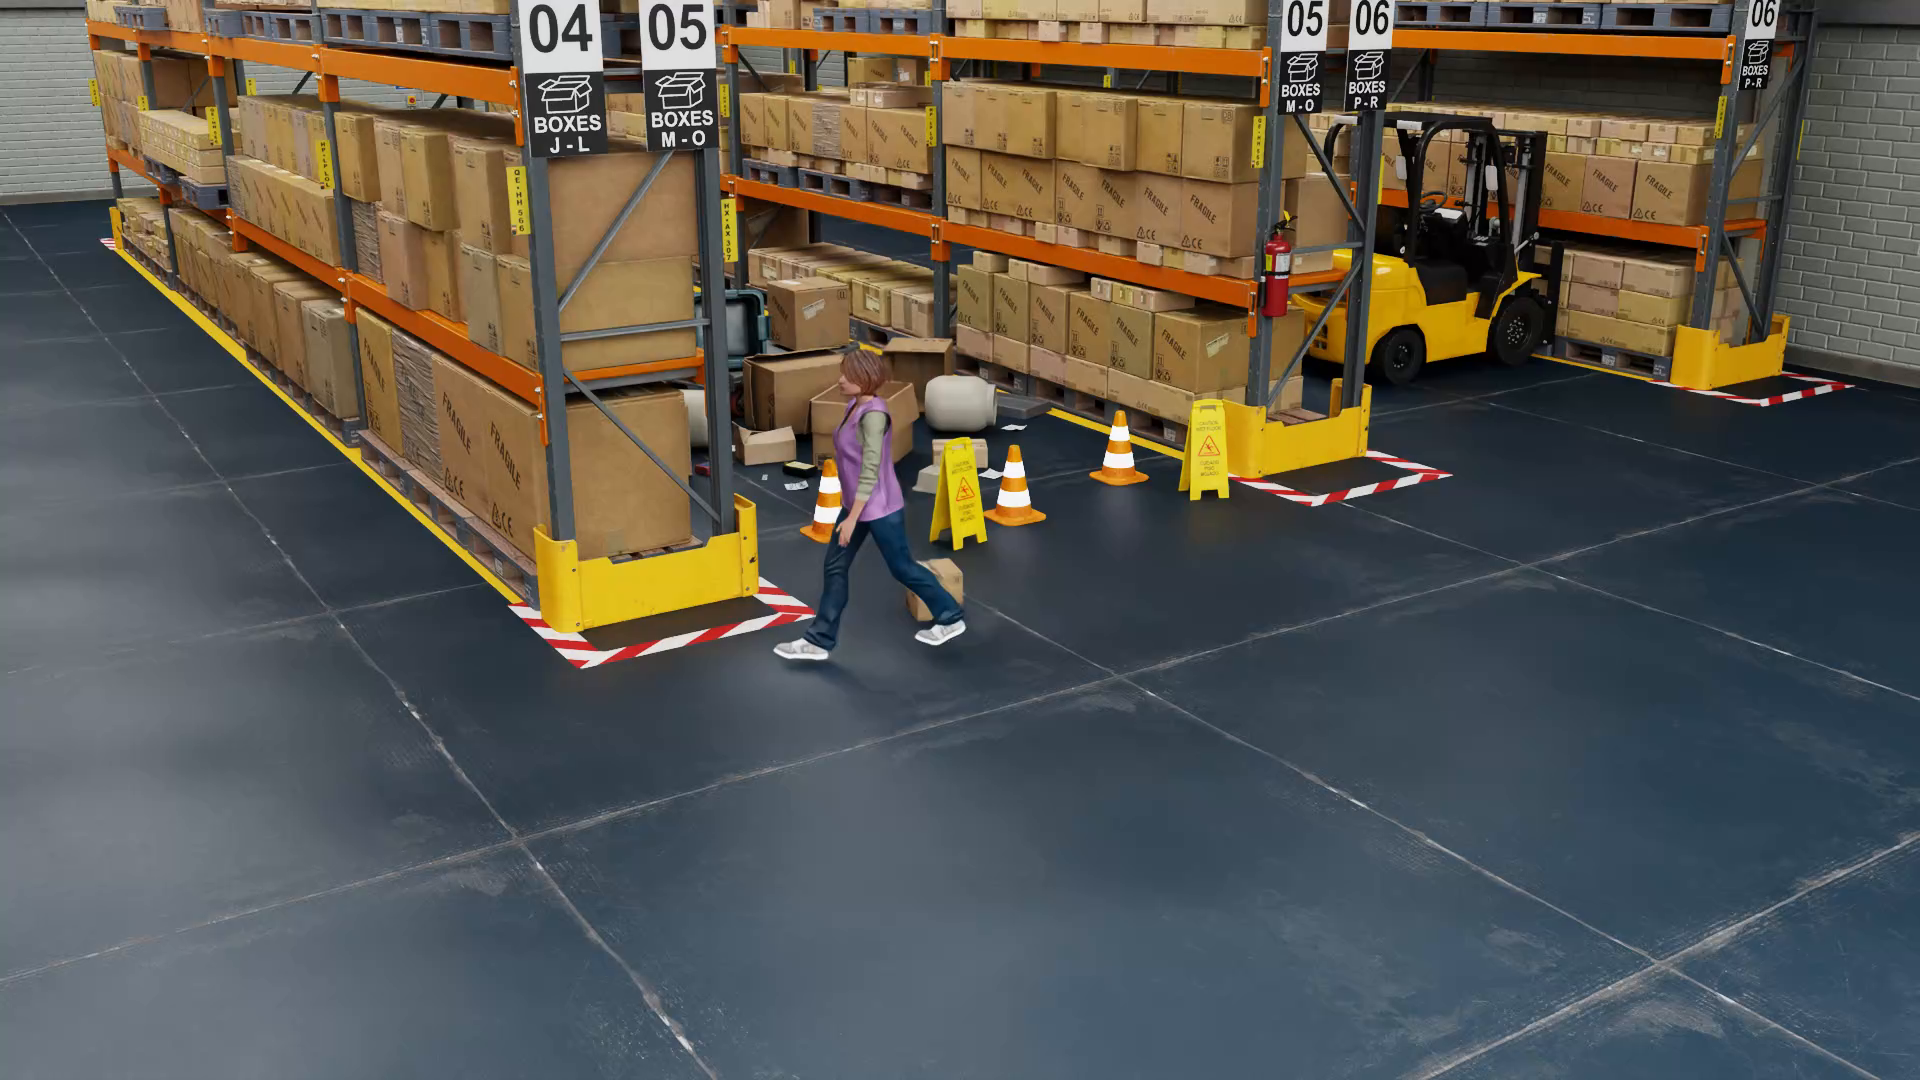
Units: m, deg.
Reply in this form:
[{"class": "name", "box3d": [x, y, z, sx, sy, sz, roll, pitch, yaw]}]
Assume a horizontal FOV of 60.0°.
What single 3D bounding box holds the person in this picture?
[{"class": "person", "box3d": [-0.436, -0.163, 8.067, 0.968, 1.546, 0.437, -7, 20, -20]}]
